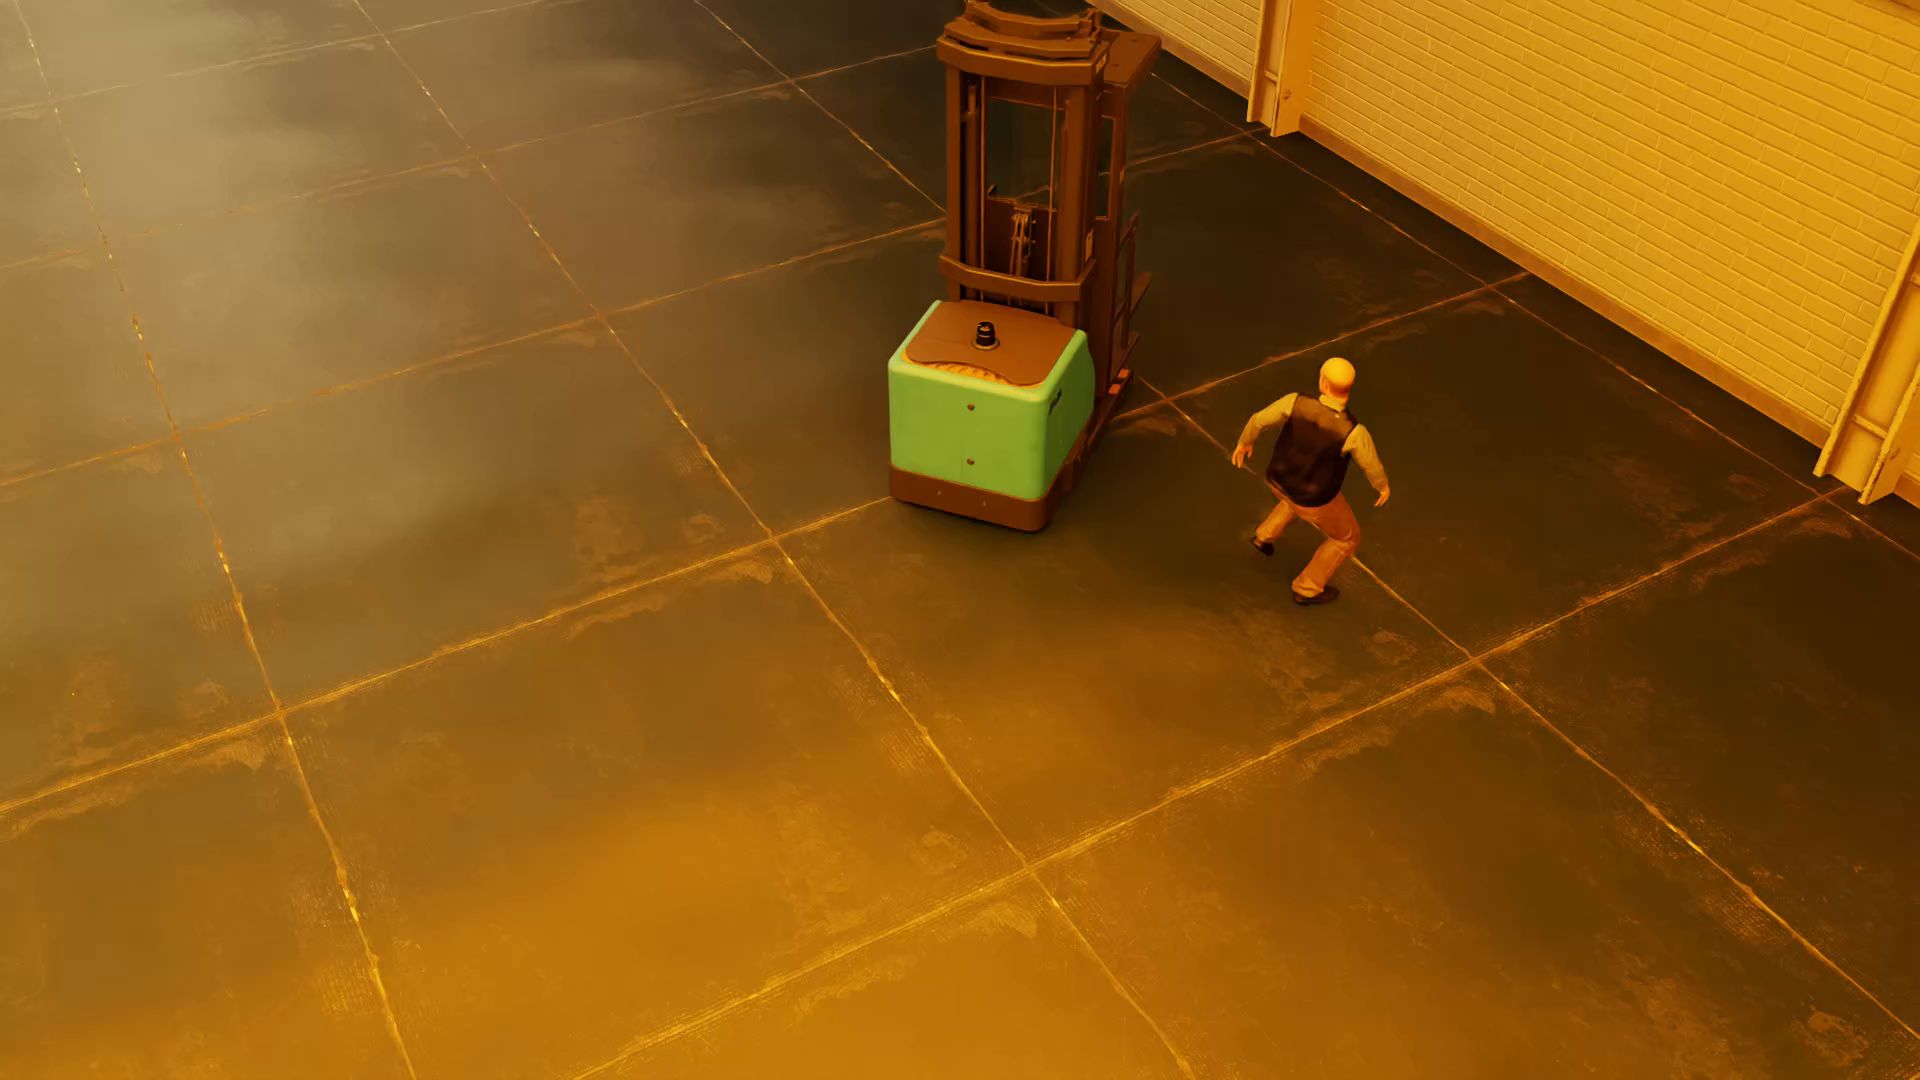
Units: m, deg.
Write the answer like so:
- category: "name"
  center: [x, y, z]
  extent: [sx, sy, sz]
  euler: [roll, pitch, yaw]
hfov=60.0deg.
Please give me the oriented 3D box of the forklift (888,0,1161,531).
- category: "forklift"
  center: [0.564, -2.128, 10.602]
  extent: [1.130, 2.935, 3.031]
  euler: [14, 42, 16]

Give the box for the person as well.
- category: "person"
  center: [2.024, -0.361, 9.514]
  extent: [0.604, 1.623, 0.802]
  euler: [-24, 45, -26]
